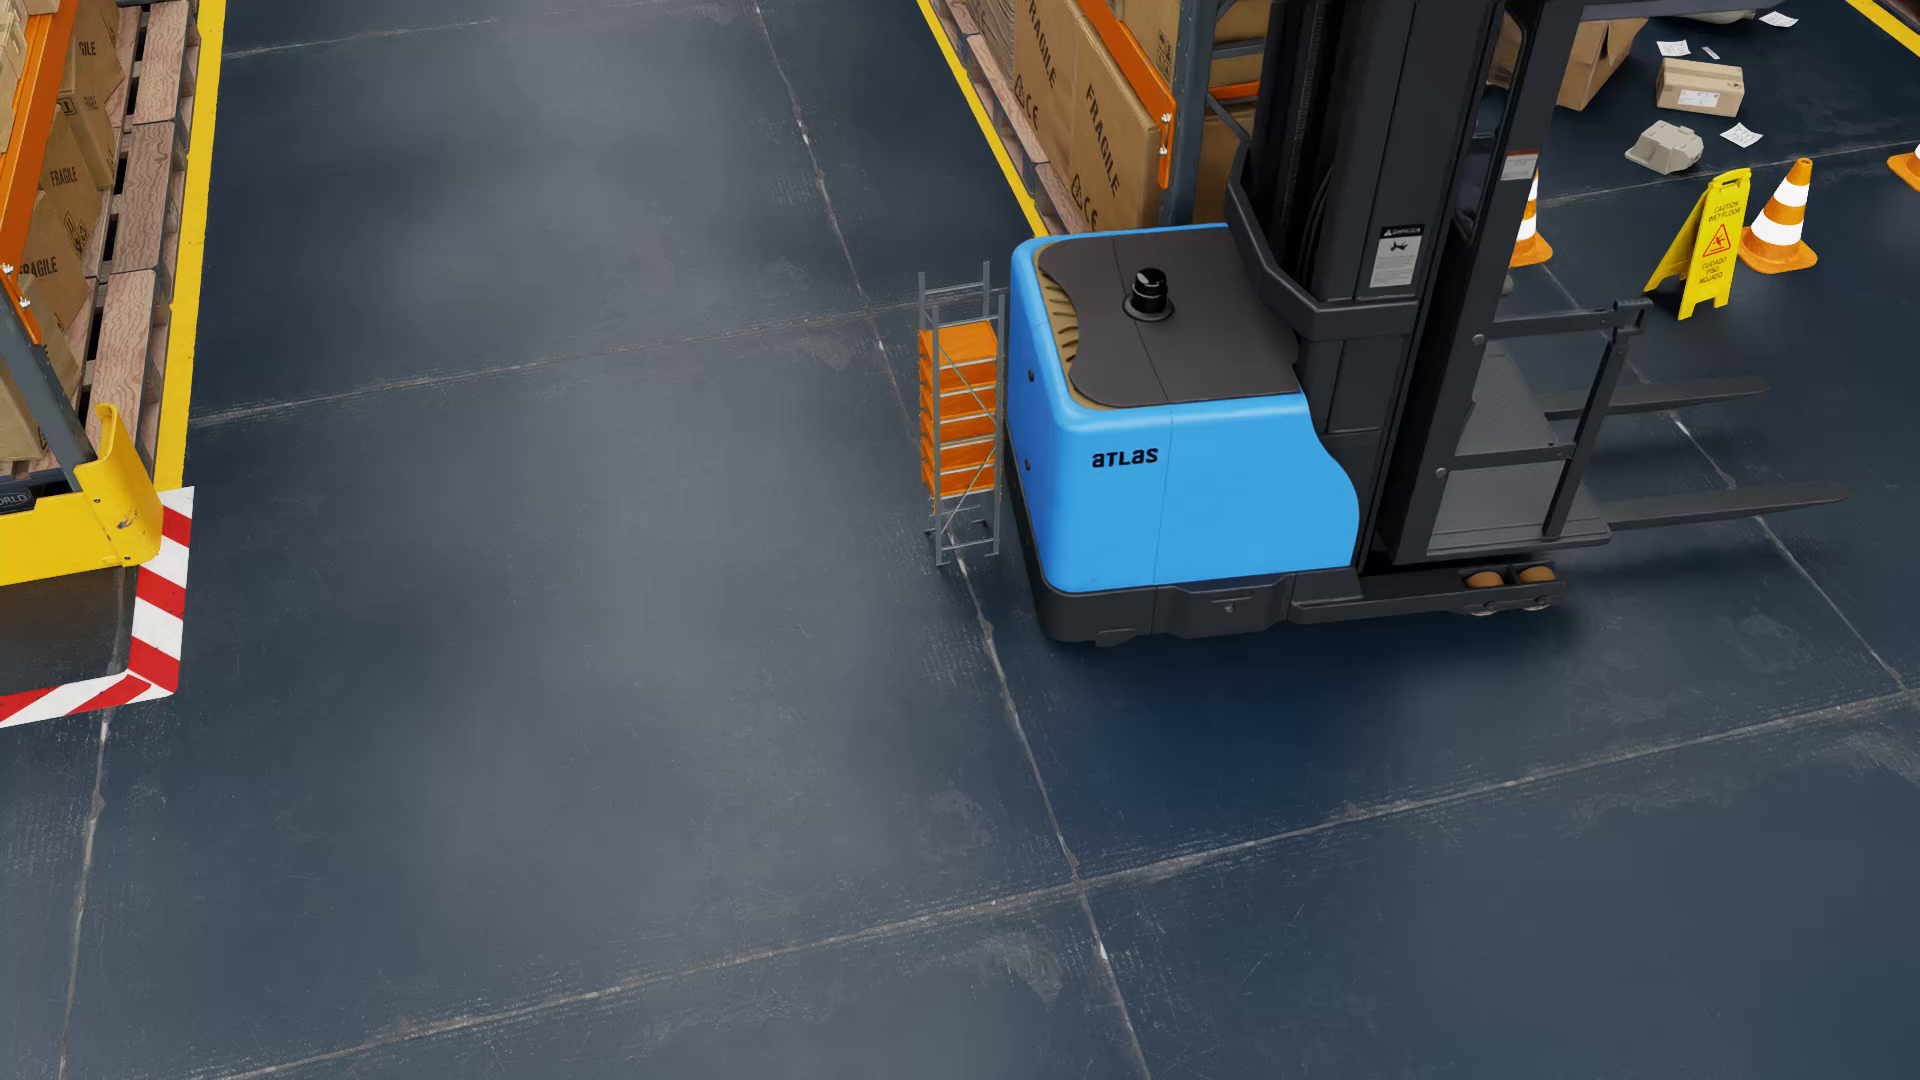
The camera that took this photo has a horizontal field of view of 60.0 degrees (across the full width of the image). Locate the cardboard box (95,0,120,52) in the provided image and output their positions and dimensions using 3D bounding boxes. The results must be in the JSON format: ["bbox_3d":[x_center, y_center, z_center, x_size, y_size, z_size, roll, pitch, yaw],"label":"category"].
[{"bbox_3d":[-4.526,-2.683,8.235,0.500,0.500,0.500,-12,47,-12],"label":"cardboard box"}]

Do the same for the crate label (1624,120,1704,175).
[{"bbox_3d":[3.410,-1.897,8.013,0.250,0.136,0.298,-35,55,-30],"label":"crate label"}]

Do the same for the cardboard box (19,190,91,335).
[{"bbox_3d":[-3.895,-1.045,6.630,0.500,0.500,0.500,0,46,0],"label":"cardboard box"}]

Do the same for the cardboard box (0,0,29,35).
[{"bbox_3d":[-3.734,-1.947,6.233,0.380,0.149,0.250,-11,47,-10],"label":"cardboard box"}]

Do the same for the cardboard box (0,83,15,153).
[{"bbox_3d":[-3.503,-1.436,5.733,0.380,0.149,0.250,-11,47,-10],"label":"cardboard box"}]

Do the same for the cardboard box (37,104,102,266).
[{"bbox_3d":[-4.037,-1.481,7.057,0.500,0.500,0.500,-7,46,-7],"label":"cardboard box"}]

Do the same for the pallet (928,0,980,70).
[{"bbox_3d":[0.350,-3.016,9.058,1.003,0.211,1.213,-11,47,-10],"label":"pallet"}]

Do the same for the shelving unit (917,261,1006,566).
[{"bbox_3d":[0.004,-0.410,5.812,0.258,1.200,0.189,-11,47,-10],"label":"shelving unit"}]

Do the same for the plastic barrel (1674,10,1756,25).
[{"bbox_3d":[4.022,-2.992,8.886,0.512,0.421,0.421,19,48,17],"label":"plastic barrel"}]

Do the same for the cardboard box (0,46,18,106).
[{"bbox_3d":[-3.587,-1.605,5.899,0.380,0.149,0.250,-11,47,-10],"label":"cardboard box"}]

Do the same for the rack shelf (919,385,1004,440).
[{"bbox_3d":[0.004,-0.463,5.758,0.258,0.103,0.180,-11,47,-10],"label":"rack shelf"}]

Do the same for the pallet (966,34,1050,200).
[{"bbox_3d":[0.666,-2.172,8.231,1.003,0.211,1.213,-11,47,-10],"label":"pallet"}]

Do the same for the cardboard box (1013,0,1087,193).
[{"bbox_3d":[0.790,-2.236,7.535,0.875,0.875,0.875,-11,47,-11],"label":"cardboard box"}]

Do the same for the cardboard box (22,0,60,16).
[{"bbox_3d":[-3.698,-2.138,6.421,0.380,0.149,0.250,-11,47,-10],"label":"cardboard box"}]

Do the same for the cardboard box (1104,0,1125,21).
[{"bbox_3d":[0.954,-2.446,6.442,0.875,0.550,0.550,-11,47,-10],"label":"cardboard box"}]

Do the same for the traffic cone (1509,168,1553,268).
[{"bbox_3d":[2.492,-1.508,7.404,0.336,0.463,0.334,-11,47,-10],"label":"traffic cone"}]

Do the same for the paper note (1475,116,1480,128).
[{"bbox_3d":[2.506,-2.094,8.282,0.144,0.017,0.142,4,46,4],"label":"paper note"}]

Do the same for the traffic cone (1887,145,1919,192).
[{"bbox_3d":[4.657,-1.917,7.805,0.336,0.463,0.334,-11,47,-10],"label":"traffic cone"}]

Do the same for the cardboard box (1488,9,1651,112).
[{"bbox_3d":[3.117,-2.620,8.466,0.637,0.503,0.797,27,51,24],"label":"cardboard box"}]

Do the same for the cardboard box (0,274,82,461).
[{"bbox_3d":[-3.709,-0.639,6.232,0.500,0.500,0.500,-3,46,-3],"label":"cardboard box"}]

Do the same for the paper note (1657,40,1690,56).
[{"bbox_3d":[3.776,-2.604,8.788,0.148,0.019,0.142,4,46,4],"label":"paper note"}]

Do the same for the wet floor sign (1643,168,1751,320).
[{"bbox_3d":[3.177,-1.288,7.060,0.267,0.644,0.232,-18,48,-17],"label":"wet floor sign"}]

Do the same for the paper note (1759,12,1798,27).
[{"bbox_3d":[4.428,-2.817,8.989,0.142,0.019,0.148,-26,51,-24],"label":"paper note"}]

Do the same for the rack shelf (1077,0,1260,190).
[{"bbox_3d":[0.743,-2.899,7.494,1.077,0.370,4.000,-11,47,-10],"label":"rack shelf"}]

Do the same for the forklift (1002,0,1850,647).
[{"bbox_3d":[1.723,-1.124,5.300,3.031,2.935,1.130,-6,46,-5],"label":"forklift"}]

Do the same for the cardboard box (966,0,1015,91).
[{"bbox_3d":[0.559,-2.866,8.152,0.875,0.875,0.875,-10,46,-10],"label":"cardboard box"}]

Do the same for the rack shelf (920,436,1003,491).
[{"bbox_3d":[0.004,-0.295,5.929,0.258,0.103,0.180,-11,47,-10],"label":"rack shelf"}]

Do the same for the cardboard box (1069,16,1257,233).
[{"bbox_3d":[1.018,-1.629,6.940,0.875,0.875,0.875,-10,47,-10],"label":"cardboard box"}]

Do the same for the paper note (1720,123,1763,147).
[{"bbox_3d":[3.848,-1.994,8.183,0.148,0.019,0.142,-26,51,-24],"label":"paper note"}]

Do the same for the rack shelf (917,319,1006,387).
[{"bbox_3d":[0.004,-0.631,5.586,0.258,0.103,0.180,-11,47,-10],"label":"rack shelf"}]

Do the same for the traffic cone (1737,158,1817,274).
[{"bbox_3d":[3.671,-1.480,7.376,0.336,0.463,0.334,-11,47,-10],"label":"traffic cone"}]

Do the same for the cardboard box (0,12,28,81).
[{"bbox_3d":[-3.644,-1.779,6.069,0.380,0.149,0.250,-11,47,-10],"label":"cardboard box"}]

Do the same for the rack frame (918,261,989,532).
[{"bbox_3d":[-0.020,-0.473,5.874,0.240,1.200,0.006,-11,47,-10],"label":"rack frame"}]

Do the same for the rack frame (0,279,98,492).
[{"bbox_3d":[-3.565,-0.932,5.064,1.000,3.000,0.127,-11,47,-10],"label":"rack frame"}]

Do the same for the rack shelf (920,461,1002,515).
[{"bbox_3d":[0.004,-0.211,6.015,0.258,0.103,0.180,-11,47,-10],"label":"rack shelf"}]

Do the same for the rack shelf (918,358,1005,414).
[{"bbox_3d":[0.004,-0.547,5.672,0.258,0.103,0.180,-11,47,-10],"label":"rack shelf"}]

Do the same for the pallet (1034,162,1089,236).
[{"bbox_3d":[0.975,-1.331,7.407,1.003,0.211,1.213,-11,47,-10],"label":"pallet"}]

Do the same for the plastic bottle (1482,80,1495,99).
[{"bbox_3d":[2.585,-2.348,8.508,0.133,0.061,0.283,-26,51,-24],"label":"plastic bottle"}]

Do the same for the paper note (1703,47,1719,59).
[{"bbox_3d":[3.955,-2.565,8.756,0.032,0.001,0.123,-11,47,-10],"label":"paper note"}]

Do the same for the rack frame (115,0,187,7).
[{"bbox_3d":[-4.590,-3.694,7.770,1.000,3.000,0.127,-11,47,-10],"label":"rack frame"}]

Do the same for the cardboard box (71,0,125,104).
[{"bbox_3d":[-4.372,-2.289,7.849,0.500,0.500,0.500,3,46,2],"label":"cardboard box"}]

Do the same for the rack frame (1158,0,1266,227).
[{"bbox_3d":[1.255,-1.770,5.884,1.000,3.000,0.127,-11,47,-10],"label":"rack frame"}]

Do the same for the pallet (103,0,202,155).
[{"bbox_3d":[-4.383,-2.261,8.318,1.003,0.211,1.213,-11,47,-10],"label":"pallet"}]

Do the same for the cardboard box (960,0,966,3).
[{"bbox_3d":[0.324,-3.487,8.761,0.875,0.875,0.875,-10,46,-10],"label":"cardboard box"}]

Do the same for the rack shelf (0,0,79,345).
[{"bbox_3d":[-4.077,-2.061,6.674,1.077,0.370,4.000,-11,47,-10],"label":"rack shelf"}]

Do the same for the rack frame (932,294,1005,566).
[{"bbox_3d":[0.027,-0.347,5.750,0.240,1.200,0.006,-11,47,-10],"label":"rack frame"}]

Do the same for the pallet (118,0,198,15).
[{"bbox_3d":[-4.790,-3.255,9.292,1.003,0.211,1.213,-11,47,-10],"label":"pallet"}]

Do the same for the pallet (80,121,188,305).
[{"bbox_3d":[-4.067,-1.417,7.491,1.003,0.211,1.213,-11,47,-10],"label":"pallet"}]

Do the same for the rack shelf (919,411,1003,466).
[{"bbox_3d":[0.004,-0.379,5.843,0.258,0.103,0.180,-11,47,-10],"label":"rack shelf"}]

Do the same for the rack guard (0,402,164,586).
[{"bbox_3d":[-3.585,-0.110,6.008,1.175,0.500,0.348,-11,47,-10],"label":"rack guard"}]

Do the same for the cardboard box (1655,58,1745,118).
[{"bbox_3d":[3.726,-2.282,8.382,0.380,0.149,0.250,11,47,11],"label":"cardboard box"}]

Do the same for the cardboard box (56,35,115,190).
[{"bbox_3d":[-4.137,-1.874,7.443,0.500,0.500,0.500,-15,47,-14],"label":"cardboard box"}]

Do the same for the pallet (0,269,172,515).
[{"bbox_3d":[-3.759,-0.576,6.667,1.003,0.211,1.213,-11,47,-10],"label":"pallet"}]

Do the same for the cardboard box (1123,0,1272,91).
[{"bbox_3d":[1.116,-2.070,6.073,0.875,0.550,0.550,-11,47,-10],"label":"cardboard box"}]
